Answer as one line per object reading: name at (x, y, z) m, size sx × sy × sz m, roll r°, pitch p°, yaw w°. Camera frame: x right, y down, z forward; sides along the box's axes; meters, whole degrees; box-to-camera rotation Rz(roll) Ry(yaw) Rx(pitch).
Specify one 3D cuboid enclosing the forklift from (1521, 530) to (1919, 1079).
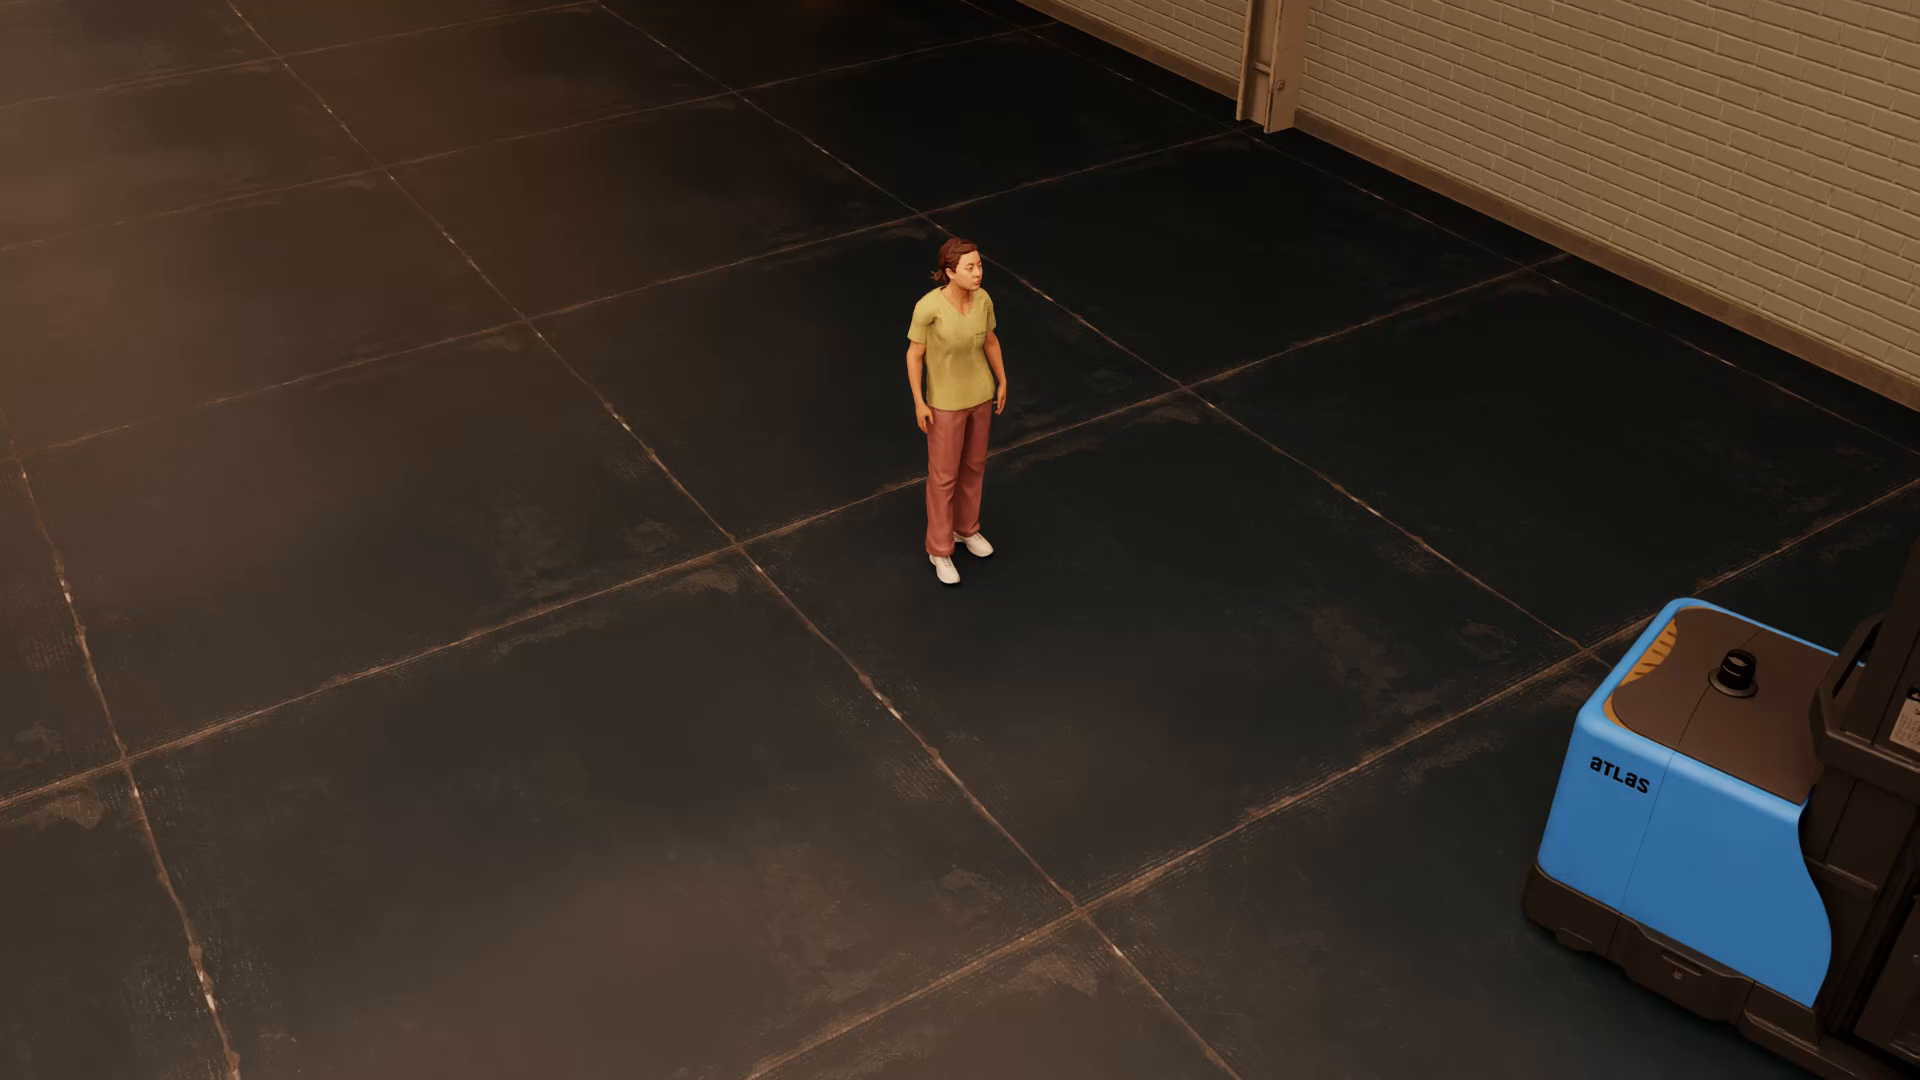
forklift at (3.656, 0.640, 5.237) m, size 3.031 × 2.935 × 1.130 m, roll 26°, pitch 43°, yaw 32°

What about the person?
person at (0.031, -0.652, 8.155) m, size 0.553 × 1.673 × 0.548 m, roll -21°, pitch 40°, yaw -27°
